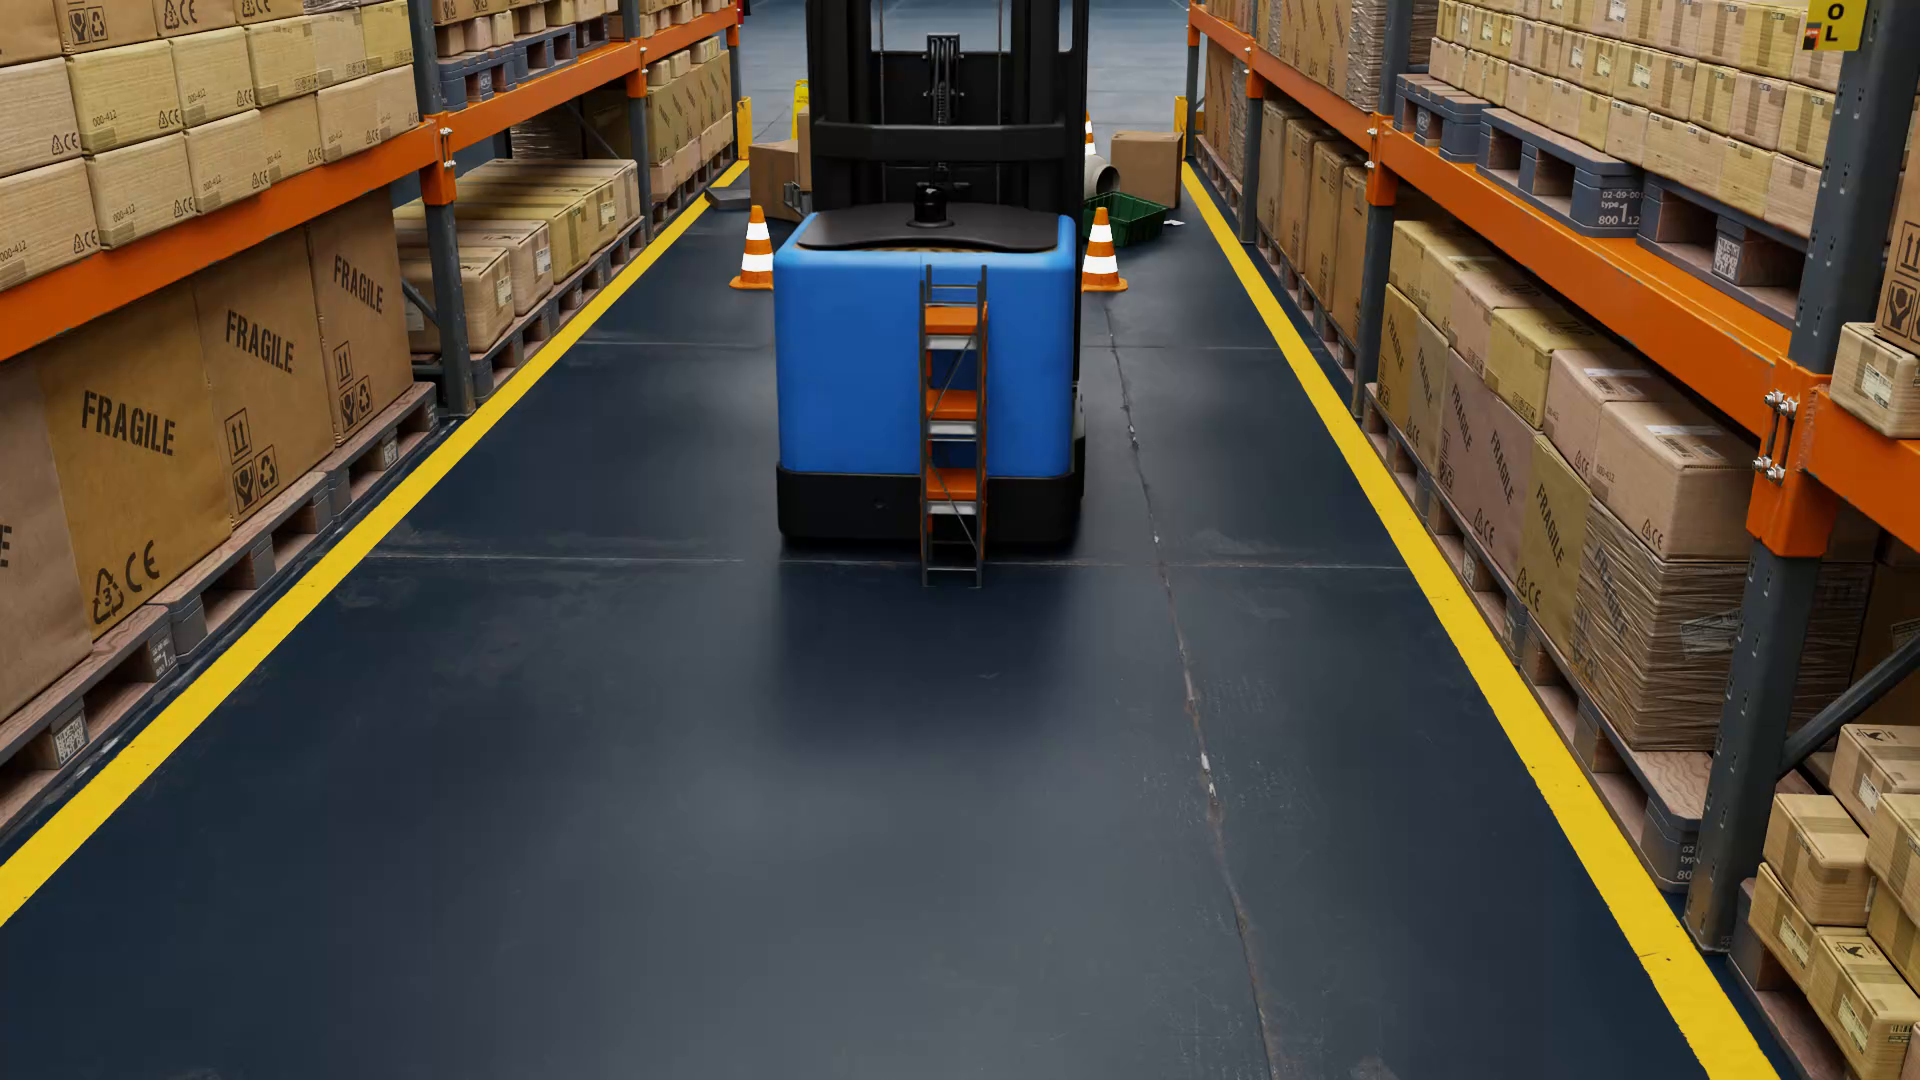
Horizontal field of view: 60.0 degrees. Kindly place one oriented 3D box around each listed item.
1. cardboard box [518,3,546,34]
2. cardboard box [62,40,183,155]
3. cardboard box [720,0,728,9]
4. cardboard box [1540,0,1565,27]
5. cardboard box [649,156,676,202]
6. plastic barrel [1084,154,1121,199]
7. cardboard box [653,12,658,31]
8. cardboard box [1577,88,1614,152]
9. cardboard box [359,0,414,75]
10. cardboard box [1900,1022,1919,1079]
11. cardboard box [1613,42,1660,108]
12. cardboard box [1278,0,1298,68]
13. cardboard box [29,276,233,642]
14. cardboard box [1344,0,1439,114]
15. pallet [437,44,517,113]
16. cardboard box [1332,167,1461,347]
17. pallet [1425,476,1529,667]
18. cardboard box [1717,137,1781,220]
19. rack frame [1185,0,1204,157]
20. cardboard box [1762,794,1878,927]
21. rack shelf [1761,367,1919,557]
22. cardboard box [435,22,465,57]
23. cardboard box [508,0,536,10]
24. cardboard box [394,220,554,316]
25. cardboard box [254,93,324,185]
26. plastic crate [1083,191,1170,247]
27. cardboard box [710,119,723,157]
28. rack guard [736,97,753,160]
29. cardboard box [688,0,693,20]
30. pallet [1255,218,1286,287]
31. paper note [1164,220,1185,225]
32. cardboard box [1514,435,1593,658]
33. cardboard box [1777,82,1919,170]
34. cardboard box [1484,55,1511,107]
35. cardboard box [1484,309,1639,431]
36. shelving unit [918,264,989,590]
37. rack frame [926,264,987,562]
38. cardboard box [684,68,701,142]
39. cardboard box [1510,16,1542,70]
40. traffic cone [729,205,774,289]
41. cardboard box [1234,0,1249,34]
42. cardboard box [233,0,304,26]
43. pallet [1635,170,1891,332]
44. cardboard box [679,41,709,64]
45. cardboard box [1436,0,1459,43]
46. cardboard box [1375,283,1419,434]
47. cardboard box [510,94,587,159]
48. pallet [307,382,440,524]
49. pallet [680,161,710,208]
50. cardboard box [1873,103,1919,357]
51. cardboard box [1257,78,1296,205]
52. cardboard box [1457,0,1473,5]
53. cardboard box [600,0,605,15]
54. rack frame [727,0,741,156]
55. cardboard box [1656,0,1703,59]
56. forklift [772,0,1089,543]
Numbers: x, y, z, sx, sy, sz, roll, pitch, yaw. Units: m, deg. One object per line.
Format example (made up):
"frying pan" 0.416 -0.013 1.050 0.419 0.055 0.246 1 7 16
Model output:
"cardboard box" -2.397 -2.741 8.713 0.380 0.149 0.250 1 21 3
"cardboard box" -2.487 -1.207 4.509 0.500 0.250 0.500 1 21 2
"cardboard box" -2.142 -4.508 13.848 0.380 0.149 0.250 0 21 1
"cardboard box" 2.014 -1.661 5.107 0.380 0.149 0.250 1 21 3
"cardboard box" -2.281 -2.534 11.633 0.500 0.250 0.500 0 21 -1
"plastic barrel" 0.883 -2.617 12.189 0.512 0.421 0.421 18 27 38
"cardboard box" -2.305 -3.591 11.484 0.380 0.149 0.250 1 21 1
"cardboard box" 1.989 -1.194 4.727 0.380 0.149 0.250 2 21 4
"cardboard box" -2.451 -1.948 6.420 0.500 0.250 0.500 1 21 1
"cardboard box" 1.843 0.949 2.796 0.380 0.149 0.250 1 21 1
"cardboard box" 1.984 -1.240 4.434 0.380 0.149 0.250 0 21 -1
"cardboard box" 2.065 -2.888 9.186 0.500 0.500 0.500 1 21 1
"cardboard box" -2.854 -0.274 4.945 0.875 0.875 0.875 1 21 3
"cardboard box" 2.006 -2.158 7.305 0.500 0.500 0.500 1 21 2
"pallet" -2.775 -2.132 7.643 1.213 0.211 1.003 1 21 2
"cardboard box" 2.369 -1.311 7.791 1.050 0.750 0.750 0 21 1
"pallet" 2.195 0.077 5.538 1.003 0.211 1.213 1 21 2
"cardboard box" 1.960 -0.817 3.755 0.380 0.149 0.250 1 21 2
"rack frame" 2.504 -4.838 14.350 1.000 3.000 0.127 1 21 2
"cardboard box" 1.808 0.623 3.225 0.380 0.149 0.250 2 21 4
"rack shelf" 2.078 0.560 1.434 1.077 0.370 4.000 1 21 2
"cardboard box" -2.453 -2.259 7.471 0.380 0.149 0.250 -1 21 -2
"cardboard box" -2.427 -2.885 8.187 0.500 0.500 0.500 1 21 3
"cardboard box" -2.649 -1.405 8.555 0.950 0.372 0.625 0 21 1
"cardboard box" -2.478 -1.341 5.545 0.500 0.250 0.500 0 21 1
"plastic crate" 1.078 -2.185 11.320 0.450 0.188 0.662 23 29 25
"cardboard box" -2.227 -3.287 13.574 0.500 0.250 0.500 1 21 2
"rack guard" -2.449 -3.663 14.778 1.175 0.500 0.348 1 21 2
"cardboard box" -2.211 -3.956 12.426 0.380 0.149 0.250 1 21 1
"pallet" 2.434 -1.812 10.406 1.003 0.211 1.213 1 21 2
"paper note" 1.497 -2.261 11.812 0.147 0.020 0.142 -16 26 -35
"cardboard box" 1.925 0.015 4.719 0.500 0.500 0.500 0 21 0
"cardboard box" 1.953 -0.862 3.460 0.380 0.149 0.250 1 21 3
"cardboard box" 2.022 -1.572 5.701 0.380 0.149 0.250 2 21 4
"cardboard box" 1.939 -0.528 5.081 0.500 0.250 0.500 0 21 -1
"shelving unit" -0.020 -0.370 5.532 0.215 1.050 0.252 1 21 4
"rack frame" -0.012 -0.414 5.646 0.200 1.050 0.008 1 21 4
"cardboard box" -2.259 -3.264 12.479 0.500 0.500 0.500 2 21 4
"cardboard box" 2.018 -1.614 5.398 0.380 0.149 0.250 1 21 2
"traffic cone" -1.207 -1.763 9.933 0.336 0.463 0.334 1 21 2
"cardboard box" 2.375 -3.794 11.453 0.875 0.550 0.550 1 21 2
"cardboard box" -2.474 -1.921 5.312 0.500 0.500 0.500 1 21 2
"pallet" 2.307 -0.684 3.911 1.003 0.211 1.213 1 21 2
"cardboard box" -2.175 -3.809 12.987 0.380 0.149 0.250 2 21 4
"cardboard box" 2.045 -1.990 6.366 0.380 0.149 0.250 2 21 4
"cardboard box" 1.984 -0.723 6.620 0.500 0.500 0.500 0 21 -1
"cardboard box" -2.819 -2.890 11.514 0.500 0.500 0.500 0 21 1
"pallet" -2.790 -0.379 6.713 1.003 0.211 1.213 1 21 2
"pallet" -2.549 -2.795 12.940 1.003 0.211 1.213 1 21 2
"cardboard box" 1.872 -0.508 2.642 0.500 0.500 0.500 0 21 1
"cardboard box" 2.471 -2.823 11.515 0.875 0.875 0.875 1 21 2
"cardboard box" 2.047 -2.039 6.082 0.380 0.149 0.250 0 21 0
"cardboard box" -2.334 -3.204 9.906 0.380 0.149 0.250 0 21 0
"rack frame" -2.447 -4.856 14.396 1.000 3.000 0.127 1 21 2
"cardboard box" 1.981 -1.288 4.145 0.380 0.149 0.250 1 21 1
"forklift" -0.031 -1.844 6.729 1.130 2.935 3.031 1 21 4
